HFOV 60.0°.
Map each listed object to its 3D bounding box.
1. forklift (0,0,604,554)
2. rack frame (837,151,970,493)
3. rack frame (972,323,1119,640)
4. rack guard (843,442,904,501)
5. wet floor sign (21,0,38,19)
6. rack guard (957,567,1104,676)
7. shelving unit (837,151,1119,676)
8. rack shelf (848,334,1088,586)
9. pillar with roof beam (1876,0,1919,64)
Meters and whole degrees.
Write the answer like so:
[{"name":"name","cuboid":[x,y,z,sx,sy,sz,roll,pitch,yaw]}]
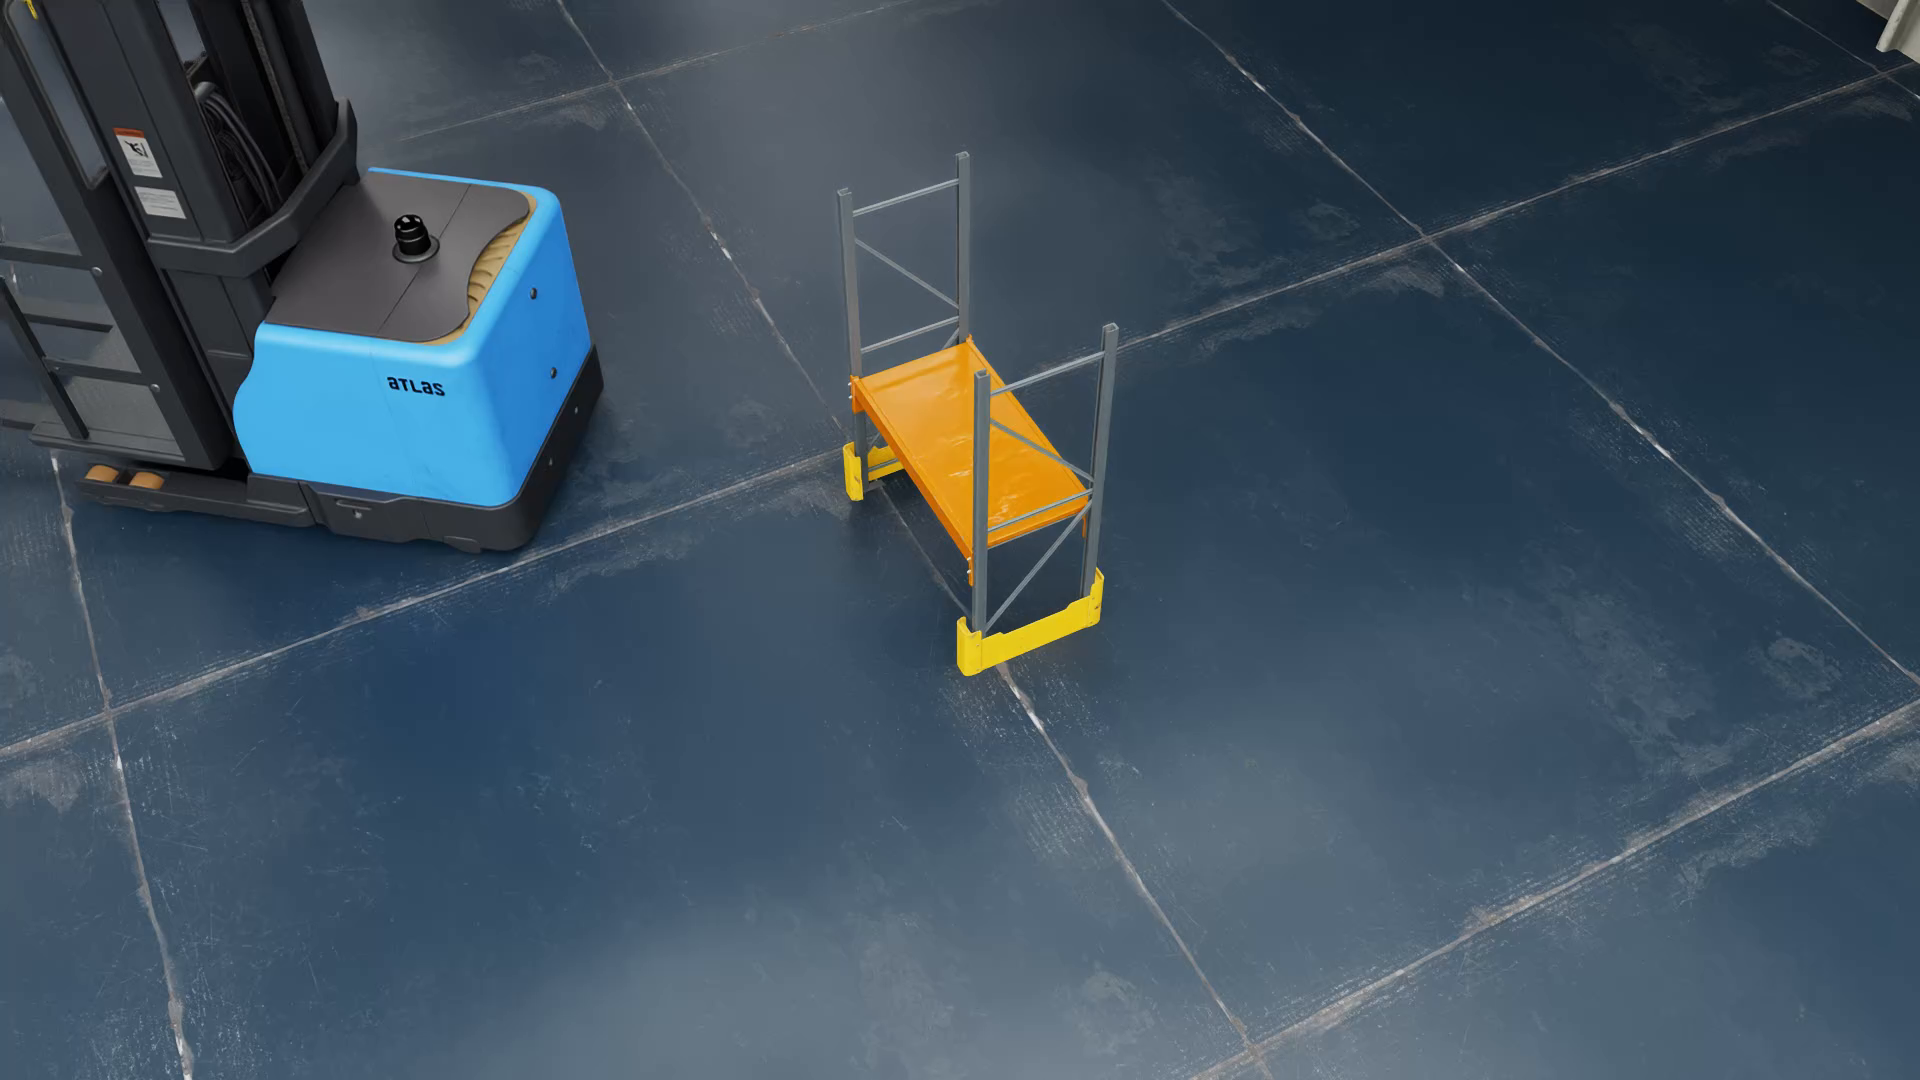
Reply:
[{"name":"forklift","cuboid":[-3.094,-1.463,5.975,3.031,2.935,1.130,8,49,7]},{"name":"rack frame","cuboid":[-0.194,-0.777,6.326,0.500,1.500,0.032,-21,52,-18]},{"name":"rack frame","cuboid":[-3.455,-5.662,10.399,0.520,1.800,16.358,-21,52,-18]},{"name":"rack guard","cuboid":[-0.193,-0.365,6.795,0.587,0.250,0.087,-21,52,-18]},{"name":"wet floor sign","cuboid":[-5.060,-3.207,9.019,0.267,0.644,0.232,-30,55,-23]},{"name":"rack guard","cuboid":[0.263,0.302,6.212,0.587,0.250,0.087,-21,52,-18]},{"name":"shelving unit","cuboid":[-3.462,-5.656,10.394,0.587,1.800,16.366,-21,52,-18]},{"name":"rack shelf","cuboid":[0.039,-0.318,6.164,0.538,0.185,1.000,-21,52,-18]},{"name":"pillar with roof beam","cuboid":[1.334,-4.058,4.213,9.100,9.000,0.400,-21,52,-18]}]
